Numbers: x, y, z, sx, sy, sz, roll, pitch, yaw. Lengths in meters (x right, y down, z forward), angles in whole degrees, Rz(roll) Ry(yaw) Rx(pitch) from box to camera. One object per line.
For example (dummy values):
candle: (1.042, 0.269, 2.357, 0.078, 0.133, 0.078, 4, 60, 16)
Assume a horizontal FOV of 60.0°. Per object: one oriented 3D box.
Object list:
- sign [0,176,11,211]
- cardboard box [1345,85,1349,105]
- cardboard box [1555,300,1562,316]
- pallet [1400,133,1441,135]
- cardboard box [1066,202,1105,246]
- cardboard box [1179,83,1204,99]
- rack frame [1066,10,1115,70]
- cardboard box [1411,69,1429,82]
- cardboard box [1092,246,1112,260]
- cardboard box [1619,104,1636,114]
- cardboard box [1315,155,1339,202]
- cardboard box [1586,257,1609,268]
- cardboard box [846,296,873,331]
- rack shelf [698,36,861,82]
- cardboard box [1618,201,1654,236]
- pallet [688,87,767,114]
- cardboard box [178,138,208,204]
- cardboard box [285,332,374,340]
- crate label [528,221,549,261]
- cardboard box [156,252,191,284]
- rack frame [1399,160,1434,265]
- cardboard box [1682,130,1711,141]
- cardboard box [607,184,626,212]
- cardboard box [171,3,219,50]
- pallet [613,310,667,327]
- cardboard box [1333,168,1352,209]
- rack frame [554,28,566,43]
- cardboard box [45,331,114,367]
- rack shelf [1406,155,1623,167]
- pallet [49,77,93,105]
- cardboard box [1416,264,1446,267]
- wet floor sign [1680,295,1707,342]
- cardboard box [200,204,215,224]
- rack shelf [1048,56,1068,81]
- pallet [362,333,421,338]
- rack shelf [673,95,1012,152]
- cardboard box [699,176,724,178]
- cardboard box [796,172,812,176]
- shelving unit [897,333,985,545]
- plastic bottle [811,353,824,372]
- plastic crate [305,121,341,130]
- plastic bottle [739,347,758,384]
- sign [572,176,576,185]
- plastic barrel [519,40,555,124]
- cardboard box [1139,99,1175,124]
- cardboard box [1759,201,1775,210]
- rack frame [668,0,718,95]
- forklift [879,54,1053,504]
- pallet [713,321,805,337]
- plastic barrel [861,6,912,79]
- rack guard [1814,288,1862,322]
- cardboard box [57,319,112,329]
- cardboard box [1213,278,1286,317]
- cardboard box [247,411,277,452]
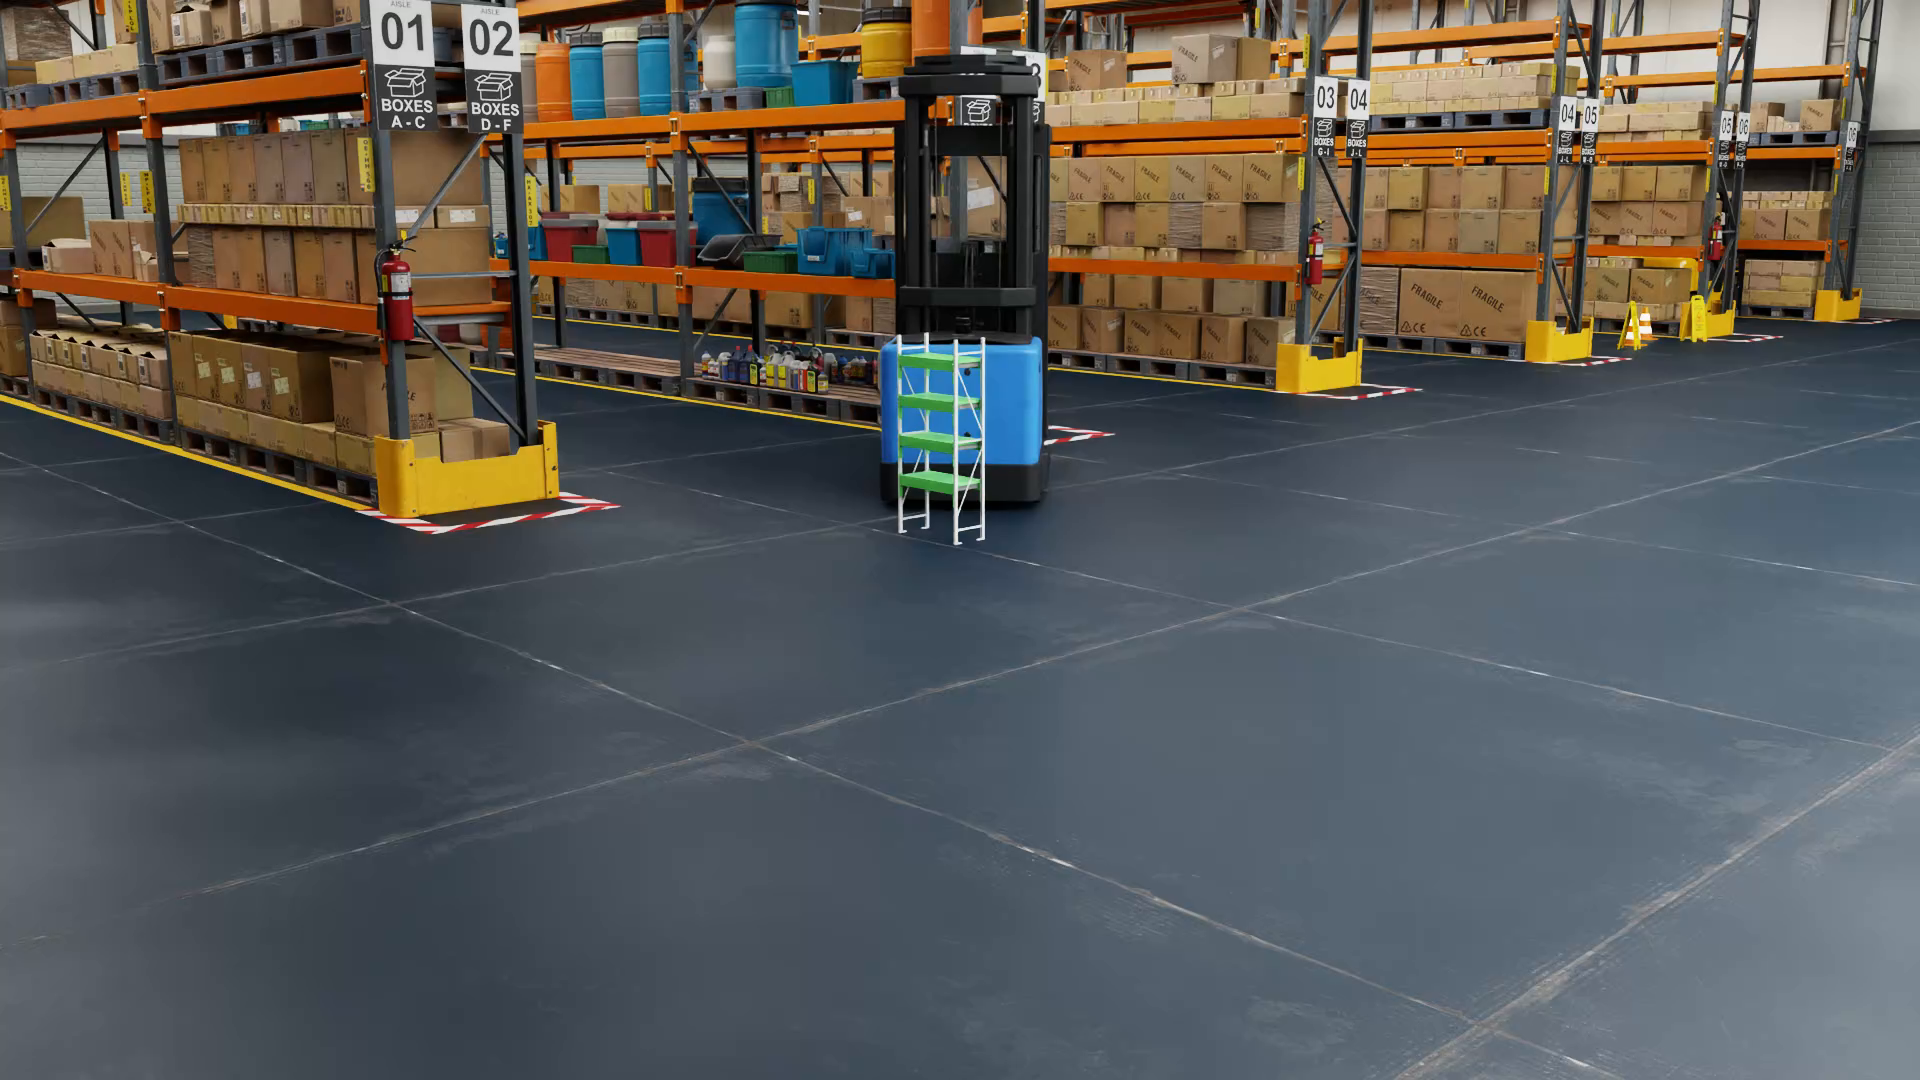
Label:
sign: (-9.178, -3.331, 15.973, 0.100, 0.325, 0.005, -11, 16, -43)
cardboard box: (5.280, -5.965, 22.341, 0.500, 0.250, 0.500, -11, 16, -43)
cardboard box: (9.262, -3.639, 25.913, 0.500, 0.250, 0.500, -11, 16, -43)
pallet: (7.956, -6.539, 27.248, 1.213, 0.211, 1.003, -11, 16, -43)
cardboard box: (1.724, -3.718, 19.541, 0.875, 0.500, 0.500, -11, 16, -43)
cardboard box: (2.589, -4.871, 18.071, 0.250, 0.149, 0.380, 11, 16, 42)
rack frame: (2.033, -7.874, 25.831, 1.000, 3.000, 0.127, -11, 16, -43)
cardboard box: (6.026, -5.984, 21.449, 0.380, 0.149, 0.250, -11, 16, -42)
cardboard box: (1.747, -3.331, 19.270, 0.380, 0.149, 0.250, -11, 16, -43)
cardboard box: (9.979, -6.377, 24.641, 0.380, 0.149, 0.250, -11, 16, -43)
cardboard box: (3.717, -3.895, 17.919, 0.500, 0.500, 0.500, -11, 16, -43)
cardboard box: (9.672, -4.218, 25.257, 0.380, 0.149, 0.250, -10, 15, -40)
cardboard box: (-1.147, -3.156, 22.900, 0.500, 0.500, 0.700, 11, 16, 42)
rack shelf: (-3.006, -6.942, 24.078, 1.077, 0.370, 4.000, -11, 16, -43)
cardboard box: (10.151, -4.782, 24.705, 0.500, 0.500, 0.500, -11, 16, -42)
pallet: (-1.876, -4.271, 16.241, 1.213, 0.211, 1.003, -11, 16, -43)
cardboard box: (-5.719, -2.917, 13.171, 0.700, 0.500, 0.500, -11, 16, -42)
cardboard box: (-4.866, -1.338, 12.887, 0.500, 0.500, 0.500, -11, 16, -43)
crate label: (-4.716, -3.404, 18.913, 0.502, 0.435, 0.616, -11, 16, -43)
cardboard box: (-6.401, -2.288, 13.957, 0.500, 0.250, 0.500, -10, 15, -39)
rack frame: (9.130, -6.333, 33.216, 1.000, 3.000, 0.127, -11, 16, -43)
cardboard box: (10.619, -5.832, 23.976, 0.380, 0.149, 0.250, -11, 16, -42)
cardboard box: (-5.241, -5.387, 26.399, 0.500, 0.500, 0.500, -11, 16, -42)
cardboard box: (-5.500, -3.807, 12.354, 0.500, 0.311, 0.500, 11, 16, 42)
pallet: (-4.855, -3.600, 26.860, 1.003, 0.211, 1.213, -11, 16, -43)
cardboard box: (5.489, -4.832, 22.883, 0.875, 0.550, 0.550, -11, 16, -43)
rack frame: (-7.149, -8.366, 28.215, 1.000, 3.000, 0.127, -11, 16, -43)
cardboard box: (-8.274, -1.821, 15.698, 0.500, 0.311, 0.500, 11, 16, 44)
rack shelf: (10.511, -7.158, 31.569, 1.077, 0.370, 4.000, -11, 16, -43)
pallet: (-7.484, -4.007, 14.962, 1.003, 0.211, 1.213, -10, 15, -40)
cardboard box: (9.551, -5.283, 32.962, 0.875, 0.625, 0.625, -10, 15, -41)
wet floor sign: (10.425, -3.143, 23.569, 0.267, 0.644, 0.232, -5, 13, -23)
cardboard box: (-5.631, -2.522, 12.866, 0.250, 0.149, 0.380, 11, 16, 44)
rack shelf: (0.651, -7.618, 27.361, 1.077, 0.370, 4.000, -11, 16, -43)
pallet: (-7.466, -2.669, 22.343, 1.003, 0.211, 1.213, -11, 16, -43)
rack shelf: (-1.063, -3.811, 15.323, 1.077, 0.370, 4.000, -11, 16, -43)
cardboard box: (-3.474, -5.190, 24.935, 0.797, 0.503, 0.637, -11, 16, -42)
cardboard box: (-2.678, -6.534, 30.728, 0.500, 0.500, 0.500, -11, 16, -44)
shelving unit: (-0.114, -0.612, 9.908, 0.258, 1.200, 0.503, -11, 16, -43)
plastic bottle: (-1.403, -1.703, 16.383, 0.061, 0.283, 0.133, -11, 16, -43)
plastic crate: (-8.480, -5.538, 22.451, 0.450, 0.188, 0.662, -11, 16, -43)
plastic bottle: (-2.057, -1.701, 16.207, 0.185, 0.351, 0.144, 11, 16, 43)
sign: (-6.747, -6.184, 29.037, 0.100, 0.325, 0.005, -11, 16, -43)
plastic barrel: (-4.797, -5.134, 18.722, 0.600, 0.901, 0.600, 0, 12, 0)
cardboard box: (2.338, -4.744, 18.442, 0.500, 0.250, 0.500, -11, 16, -44)
cardboard box: (13.717, -5.661, 28.099, 0.380, 0.149, 0.250, -11, 16, -43)
rack frame: (-2.445, -5.924, 16.365, 1.000, 3.000, 0.127, -11, 16, -43)
forklift: (0.103, -1.924, 11.986, 1.130, 2.935, 3.031, 1, 12, 4)
pallet: (-2.953, -3.197, 24.908, 1.003, 0.211, 1.213, -11, 16, -43)
plastic barrel: (-0.561, -4.318, 14.494, 0.600, 0.588, 0.600, 0, 12, 0)
rack guard: (14.672, -3.938, 27.785, 1.175, 0.500, 0.348, -11, 16, -43)
cardboard box: (-9.265, -2.053, 17.546, 0.500, 0.500, 0.500, 11, 16, 43)
cardboard box: (4.301, -3.534, 24.167, 1.050, 0.750, 0.750, -11, 16, -43)
cardboard box: (-4.896, -0.826, 12.258, 0.500, 0.250, 0.500, -11, 16, -43)
